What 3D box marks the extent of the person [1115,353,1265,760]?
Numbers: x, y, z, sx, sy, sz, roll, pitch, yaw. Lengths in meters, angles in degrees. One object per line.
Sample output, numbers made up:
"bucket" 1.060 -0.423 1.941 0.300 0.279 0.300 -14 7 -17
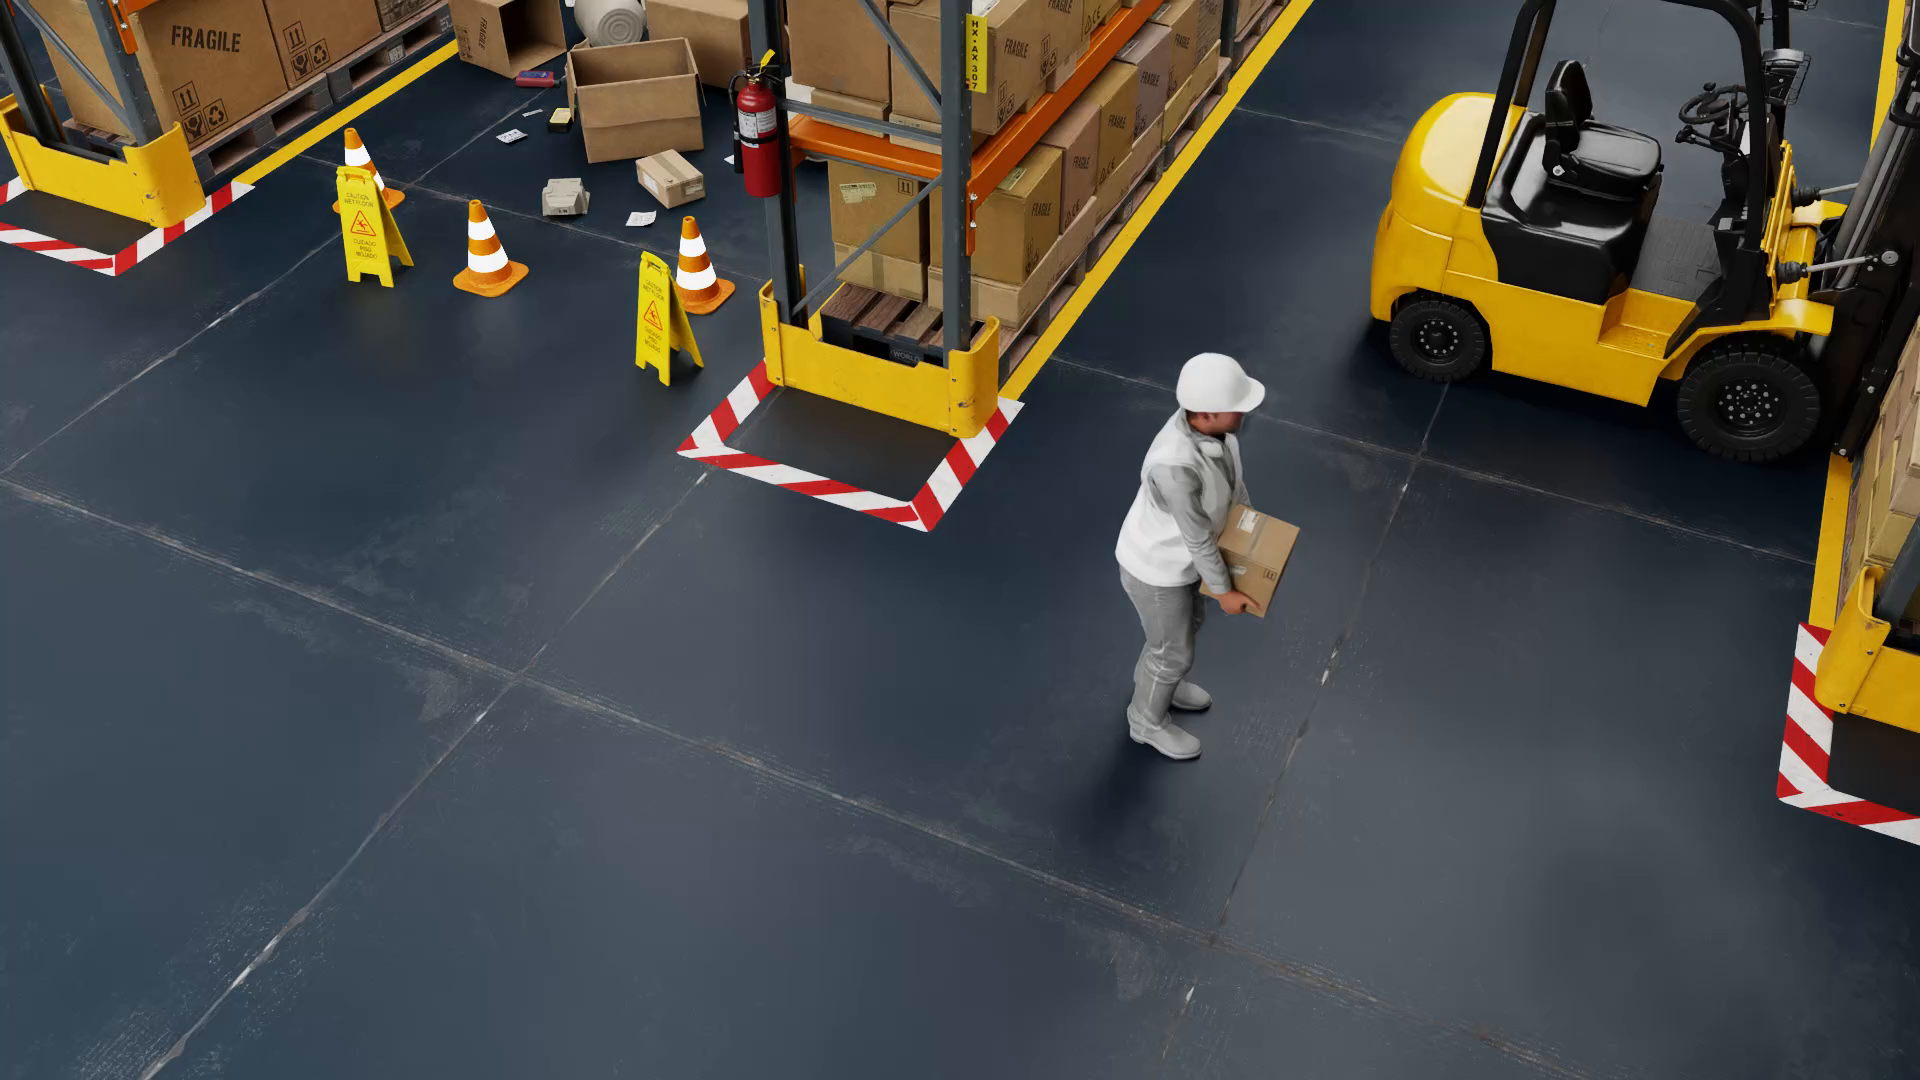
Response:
"person" 0.870 0.063 6.076 0.571 1.769 0.490 17 44 18
